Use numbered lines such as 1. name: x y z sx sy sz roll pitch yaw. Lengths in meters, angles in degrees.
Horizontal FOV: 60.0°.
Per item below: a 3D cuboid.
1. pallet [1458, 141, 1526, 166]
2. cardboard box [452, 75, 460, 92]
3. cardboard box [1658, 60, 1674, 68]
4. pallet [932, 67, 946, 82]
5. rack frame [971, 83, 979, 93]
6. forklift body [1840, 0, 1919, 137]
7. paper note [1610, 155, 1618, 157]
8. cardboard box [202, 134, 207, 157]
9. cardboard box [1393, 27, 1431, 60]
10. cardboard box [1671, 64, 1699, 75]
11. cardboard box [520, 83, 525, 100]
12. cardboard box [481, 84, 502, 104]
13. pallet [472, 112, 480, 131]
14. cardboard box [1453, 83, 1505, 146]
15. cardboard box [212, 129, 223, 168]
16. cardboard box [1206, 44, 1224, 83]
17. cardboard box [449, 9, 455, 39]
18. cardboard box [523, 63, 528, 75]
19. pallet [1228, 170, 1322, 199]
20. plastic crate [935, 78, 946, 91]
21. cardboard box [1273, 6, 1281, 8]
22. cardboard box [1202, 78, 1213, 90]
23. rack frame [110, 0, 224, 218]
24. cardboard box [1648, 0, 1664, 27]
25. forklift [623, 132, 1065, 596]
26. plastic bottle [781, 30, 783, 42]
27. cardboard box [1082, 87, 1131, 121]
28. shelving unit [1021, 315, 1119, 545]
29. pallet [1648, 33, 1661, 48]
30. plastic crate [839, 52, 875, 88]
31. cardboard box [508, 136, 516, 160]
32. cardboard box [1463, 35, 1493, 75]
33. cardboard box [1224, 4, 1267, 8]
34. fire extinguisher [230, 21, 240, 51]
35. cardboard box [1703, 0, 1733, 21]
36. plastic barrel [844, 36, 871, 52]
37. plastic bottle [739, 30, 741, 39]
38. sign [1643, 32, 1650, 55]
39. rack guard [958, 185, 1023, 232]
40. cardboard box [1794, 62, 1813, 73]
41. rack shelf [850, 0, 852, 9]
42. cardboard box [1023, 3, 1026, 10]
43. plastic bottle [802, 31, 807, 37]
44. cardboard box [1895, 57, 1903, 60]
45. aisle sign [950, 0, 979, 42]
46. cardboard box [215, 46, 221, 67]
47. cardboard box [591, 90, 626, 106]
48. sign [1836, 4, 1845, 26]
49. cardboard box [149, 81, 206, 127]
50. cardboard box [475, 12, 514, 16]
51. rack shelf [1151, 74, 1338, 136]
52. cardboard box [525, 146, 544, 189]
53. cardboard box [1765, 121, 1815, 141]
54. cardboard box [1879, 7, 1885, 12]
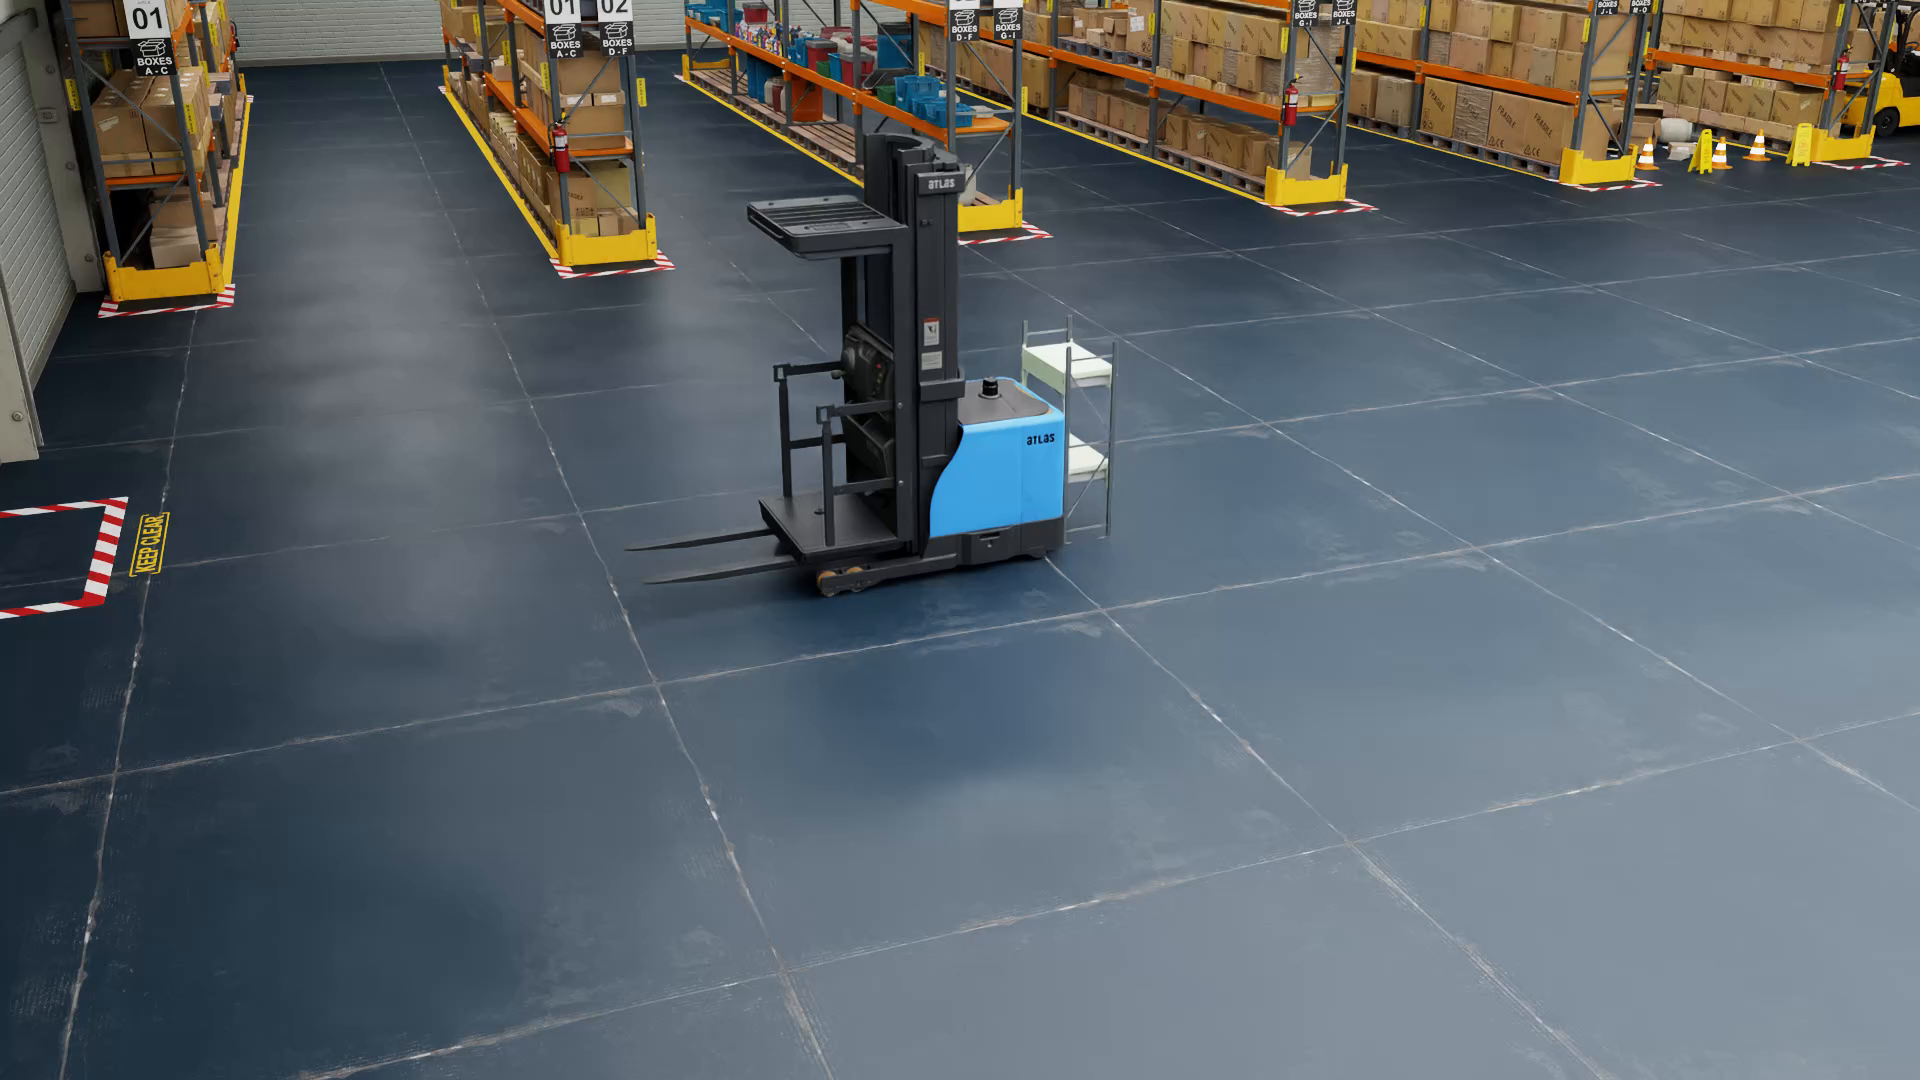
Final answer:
1. pallet: 8.836 -6.273 26.863 1.003 0.211 1.213 -8 24 -19
2. cardboard box: -9.698 -8.984 32.677 0.500 0.250 0.500 -8 24 -19
3. cardboard box: 15.513 -10.490 35.955 0.500 0.500 0.500 -9 24 -20
4. pallet: 0.074 -9.999 35.701 1.003 0.211 1.213 -8 24 -19
5. rack frame: 0.704 -10.552 33.425 1.000 3.000 0.127 -8 24 -19
6. forklift body: 16.480 -8.282 29.130 2.313 2.155 1.214 -8 24 -19
7. paper note: 10.668 -6.255 27.053 0.144 0.017 0.142 0 23 -1
8. cardboard box: -9.205 -4.687 19.676 0.500 0.250 0.500 -9 24 -20
9. cardboard box: 7.772 -8.488 28.399 0.500 0.500 0.500 -8 24 -19
10. cardboard box: 12.745 -8.271 29.211 0.380 0.149 0.250 -8 24 -18
11. cardboard box: -6.221 -6.520 24.031 0.396 0.266 0.258 -9 24 -20
12. cardboard box: -7.725 -7.465 27.786 0.500 0.250 0.500 -7 24 -17
13. pallet: -8.242 -7.619 30.056 1.003 0.211 1.213 -8 24 -19
14. cardboard box: 8.685 -6.939 27.046 0.875 0.875 0.875 -8 24 -19
15. cardboard box: -11.481 -5.857 24.935 0.700 0.500 0.500 -8 24 -18
16. cardboard box: 4.184 -7.115 24.757 0.875 0.500 0.500 -8 24 -19
17. cardboard box: -9.348 -9.761 31.417 0.500 0.500 0.500 -8 24 -18
18. cardboard box: -5.736 -6.417 22.650 0.380 0.149 0.250 -8 24 -18
19. pallet: 4.663 -5.235 24.399 1.003 0.211 1.213 -8 24 -19
20. plastic crate: -0.458 -6.533 24.079 0.499 0.251 0.616 -8 24 -19
21. cardboard box: 6.191 -10.210 31.629 0.380 0.149 0.250 -9 25 -21
22. cardboard box: 3.867 -6.867 25.005 0.380 0.149 0.250 -8 24 -19
23. rack frame: -10.371 -5.607 21.691 1.000 3.000 0.127 -8 24 -19
24. cardboard box: 12.424 -9.518 29.919 0.500 0.500 0.500 -9 24 -20
25. forklift: -0.819 -1.200 11.322 3.031 2.935 1.130 -9 24 -20
26. plastic bottle: -3.243 -9.326 30.680 0.097 0.271 0.097 0 23 0
27. cardboard box: 2.581 -7.709 29.331 0.700 0.500 0.500 -10 25 -23
28. shelving unit: 0.787 -0.815 12.253 0.431 1.500 0.755 -9 25 -21
29. pallet: 12.668 -9.215 30.497 1.003 0.211 1.213 -8 24 -19
30. plastic crate: -1.561 -7.130 25.221 0.402 0.464 0.583 -8 24 -19
31. cardboard box: -6.339 -5.769 24.352 0.500 0.311 0.500 -8 24 -18
32. cardboard box: 8.644 -7.817 26.742 0.875 0.550 0.550 -8 24 -19
33. cardboard box: 4.300 -7.801 25.096 0.500 0.500 0.500 -8 24 -19
34. fire extinguisher: -14.232 -9.878 32.403 0.296 0.674 0.183 -8 24 -19
35. cardboard box: 13.066 -9.085 28.144 0.700 0.500 0.500 -9 24 -20
36. plastic barrel: -1.648 -7.830 26.791 0.433 0.535 0.433 0 23 0
37. plastic bottle: -4.094 -9.502 31.187 0.097 0.201 0.097 0 23 0
38. sign: 10.141 -7.345 24.599 0.100 0.325 0.005 -8 24 -19
39. rack guard: 0.239 -4.382 22.003 1.175 0.500 0.348 -8 24 -19
40. cardboard box: 13.689 -7.620 26.789 0.380 0.149 0.250 -9 24 -20
41. rack shelf: -1.810 -8.744 26.197 1.077 0.370 4.000 -8 24 -19
42. cardboard box: 1.403 -10.355 31.536 0.797 0.503 0.637 -8 24 -17
43. plastic bottle: -2.790 -9.027 29.972 0.097 0.271 0.097 0 23 0
44. cardboard box: 17.799 -8.923 31.270 0.500 0.250 0.500 -8 24 -18
45. aisle sign: 0.057 -6.644 20.804 0.394 0.787 0.004 -8 24 -19
46. cardboard box: -11.893 -7.656 26.014 0.500 0.500 0.500 -8 24 -17
47. cardboard box: -4.263 -5.352 20.121 0.380 0.149 0.250 -9 24 -19
48. sign: 13.688 -8.162 25.856 0.100 0.325 0.005 -8 24 -19
49. cardboard box: -9.381 -5.209 19.949 0.500 0.500 0.500 -8 24 -17
50. cardboard box: -7.883 -8.801 28.599 0.700 0.500 0.500 -15 27 -32
51. rack shelf: 4.237 -6.587 24.944 1.077 0.370 4.000 -8 24 -19
52. cardboard box: -5.514 -4.985 22.249 0.500 0.500 0.500 -8 24 -19
53. cardboard box: 13.669 -6.744 27.388 0.500 0.250 0.500 -8 24 -19
54. cardboard box: 17.310 -9.881 30.867 0.380 0.149 0.250 -9 24 -20
